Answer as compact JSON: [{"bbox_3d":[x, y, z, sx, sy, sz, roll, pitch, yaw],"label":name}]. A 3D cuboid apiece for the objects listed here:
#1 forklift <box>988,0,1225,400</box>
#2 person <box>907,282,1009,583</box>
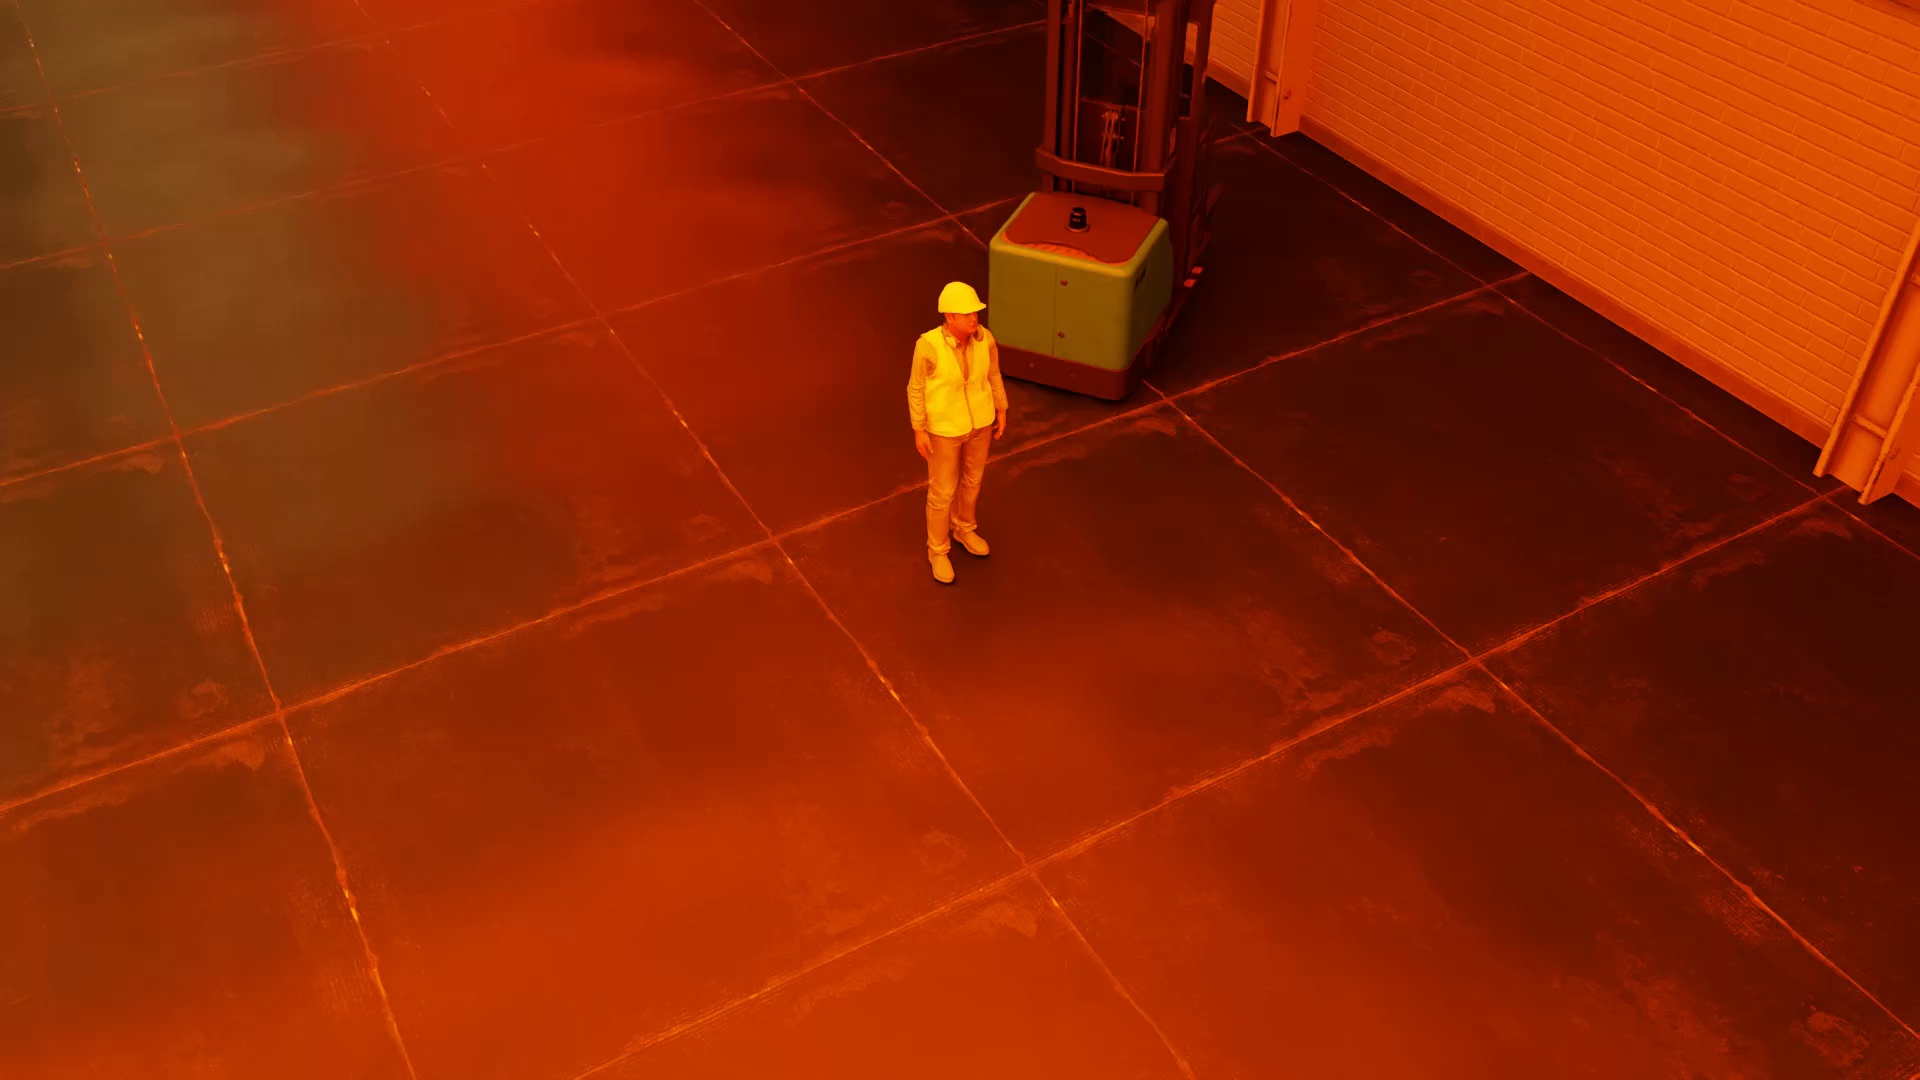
[{"bbox_3d":[1.229,-3.025,11.684,1.130,2.935,3.031,15,42,18],"label":"forklift"},{"bbox_3d":[0.025,-0.652,9.716,0.634,1.775,0.566,-20,44,-23],"label":"person"}]
